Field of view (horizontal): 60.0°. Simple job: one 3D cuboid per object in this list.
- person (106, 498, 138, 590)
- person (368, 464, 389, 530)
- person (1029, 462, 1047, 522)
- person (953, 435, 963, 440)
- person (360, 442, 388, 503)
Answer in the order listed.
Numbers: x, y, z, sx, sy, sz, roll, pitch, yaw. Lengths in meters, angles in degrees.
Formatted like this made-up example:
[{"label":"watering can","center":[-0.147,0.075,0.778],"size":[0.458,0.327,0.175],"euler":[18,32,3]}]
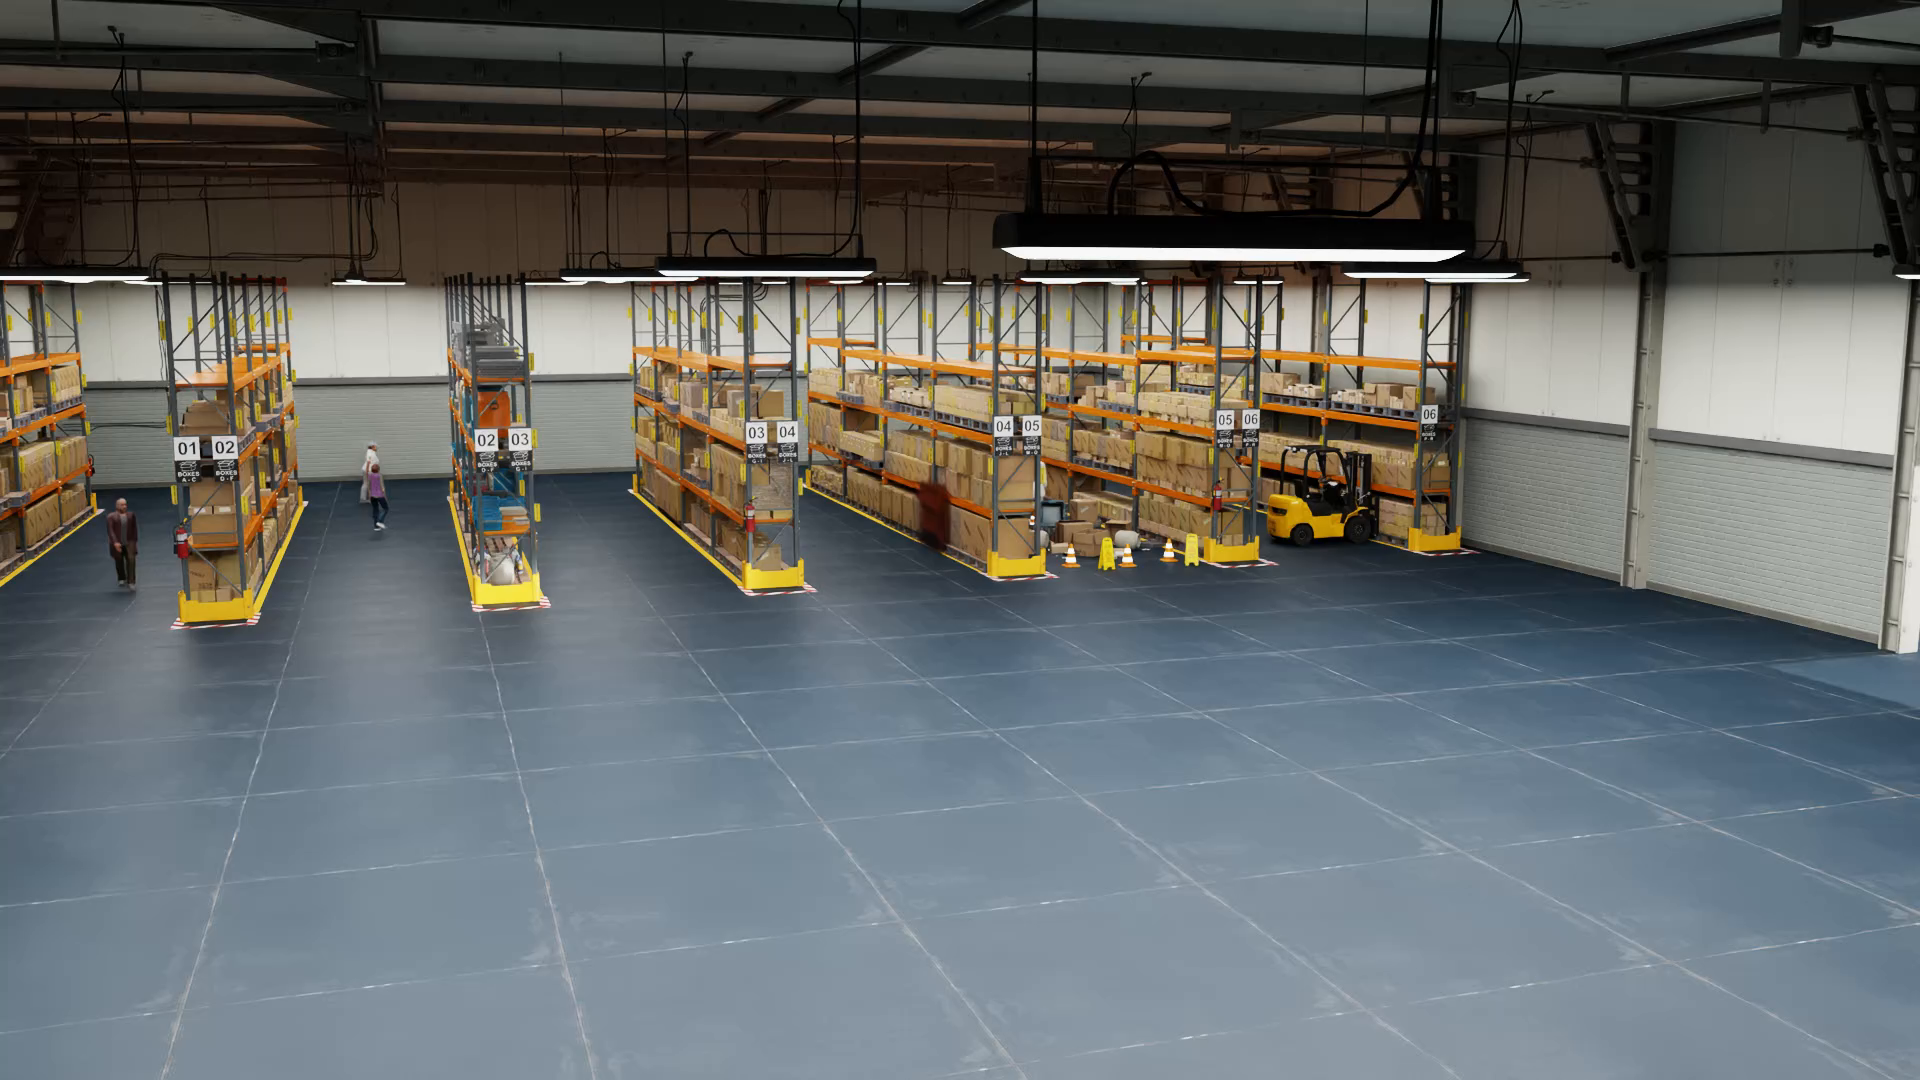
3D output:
[{"label":"person","center":[-15.998,0.067,31.803],"size":[0.553,1.725,1.063],"euler":[-6,10,-34]},{"label":"person","center":[-13.856,-1.013,39.508],"size":[0.455,1.598,0.415],"euler":[2,9,12]},{"label":"person","center":[1.841,-1.289,40.763],"size":[0.617,1.773,0.593],"euler":[-3,9,-20]},{"label":"person","center":[-0.049,-2.240,47.181],"size":[1.080,1.659,0.556],"euler":[4,9,23]},{"label":"person","center":[-15.814,-1.799,44.638],"size":[0.483,1.682,0.701],"euler":[7,11,39]}]
